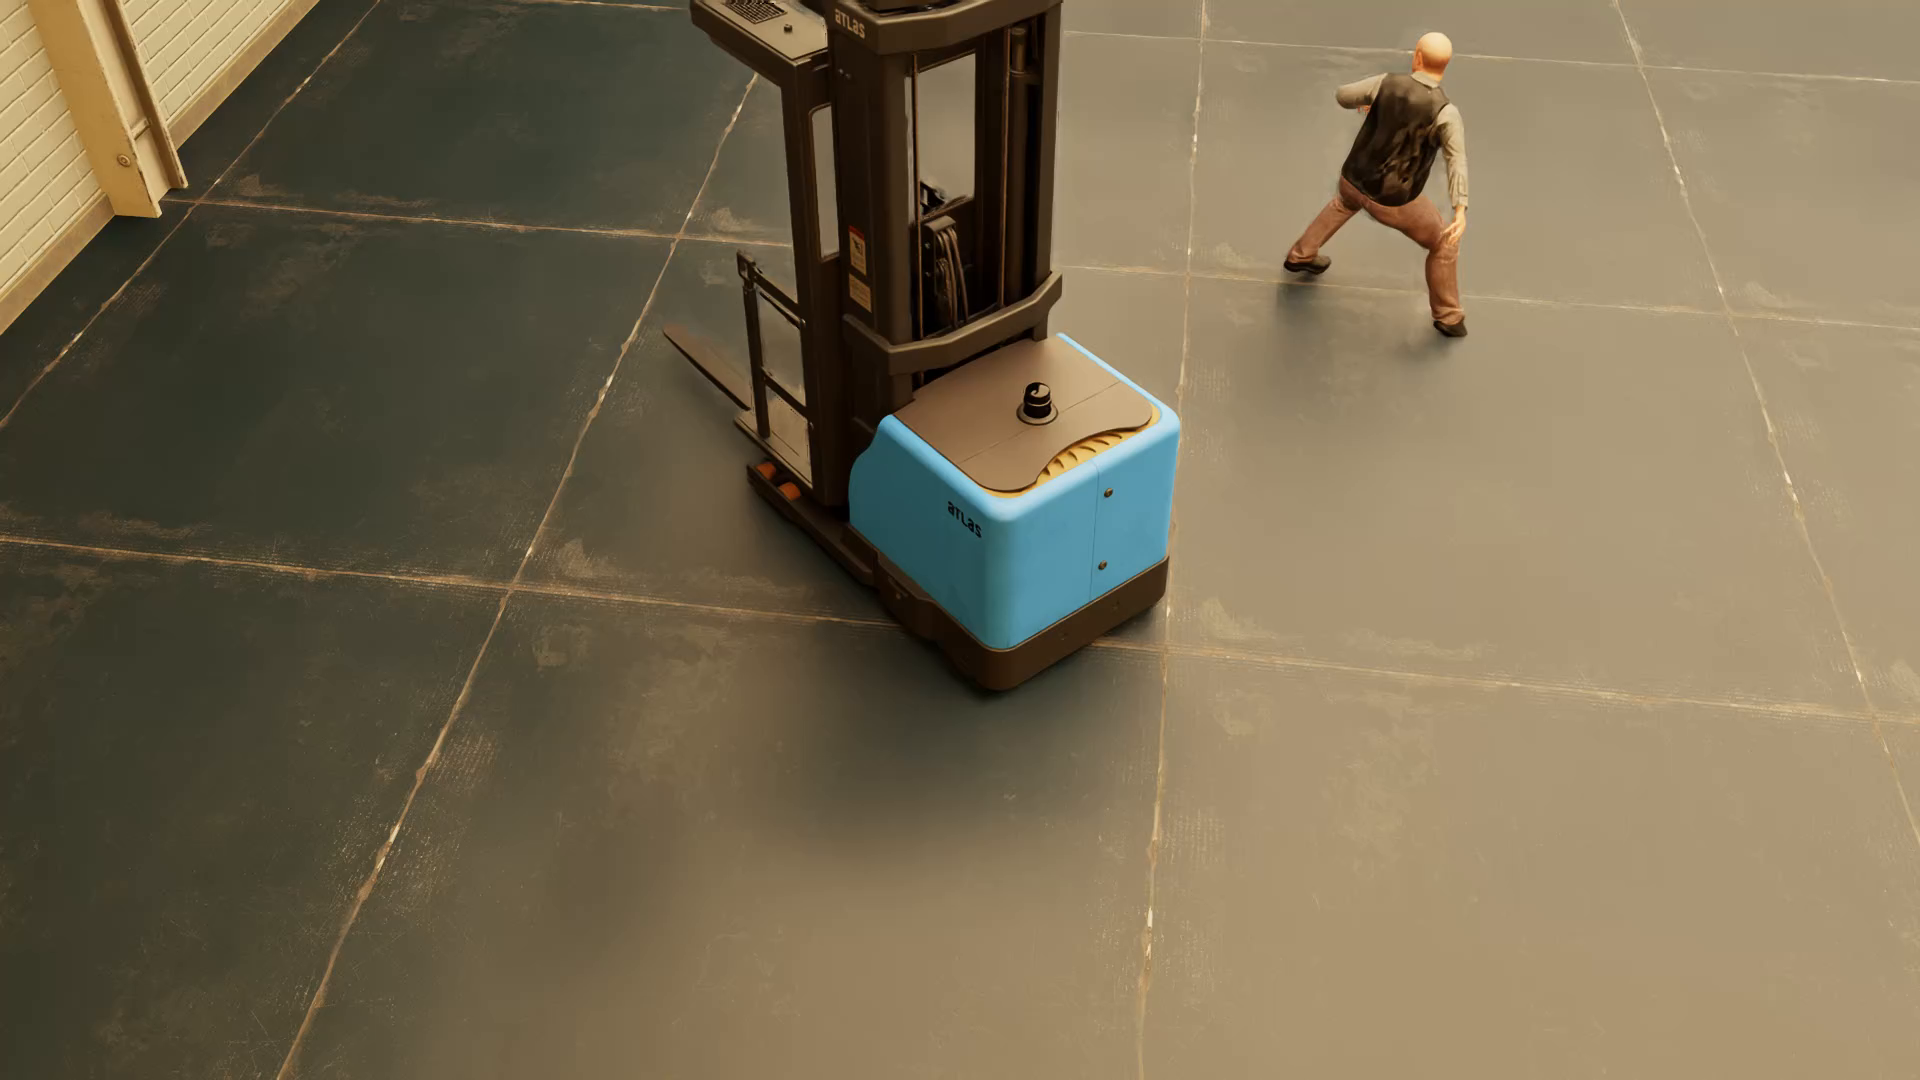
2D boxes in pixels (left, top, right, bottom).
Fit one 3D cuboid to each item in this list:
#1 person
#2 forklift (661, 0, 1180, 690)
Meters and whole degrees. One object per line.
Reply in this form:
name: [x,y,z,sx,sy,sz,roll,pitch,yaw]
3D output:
person: [2.342,-1.847,8.825,0.552,1.670,1.079,-28,50,-27]
forklift: [-0.378,-1.379,7.225,1.130,2.935,3.031,-28,50,-27]
